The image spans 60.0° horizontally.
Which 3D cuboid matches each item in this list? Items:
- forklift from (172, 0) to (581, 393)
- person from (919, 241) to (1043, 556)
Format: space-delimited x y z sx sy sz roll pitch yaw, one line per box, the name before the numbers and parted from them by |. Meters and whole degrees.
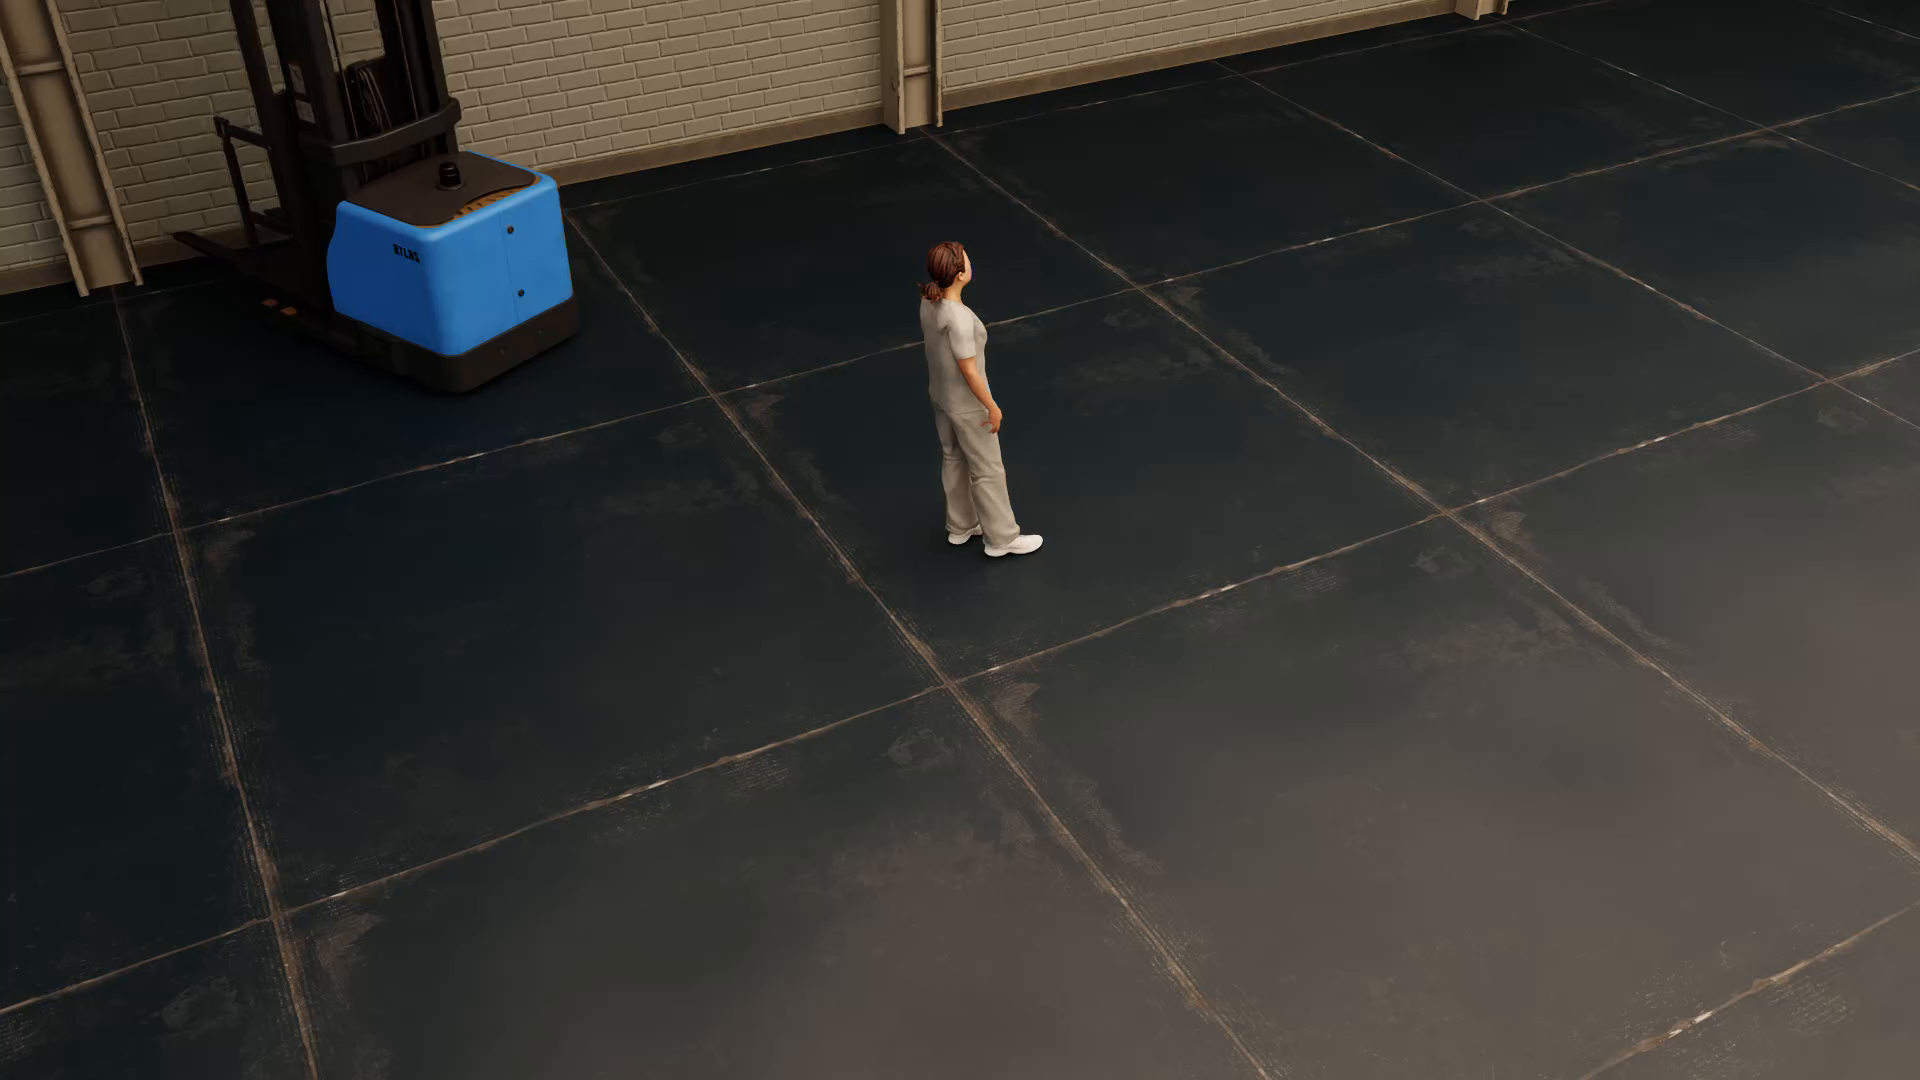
forklift | -3.871 -2.726 9.980 3.031 2.935 1.130 22 41 28
person | 0.071 -0.703 8.192 0.549 1.675 0.549 -17 39 -23
